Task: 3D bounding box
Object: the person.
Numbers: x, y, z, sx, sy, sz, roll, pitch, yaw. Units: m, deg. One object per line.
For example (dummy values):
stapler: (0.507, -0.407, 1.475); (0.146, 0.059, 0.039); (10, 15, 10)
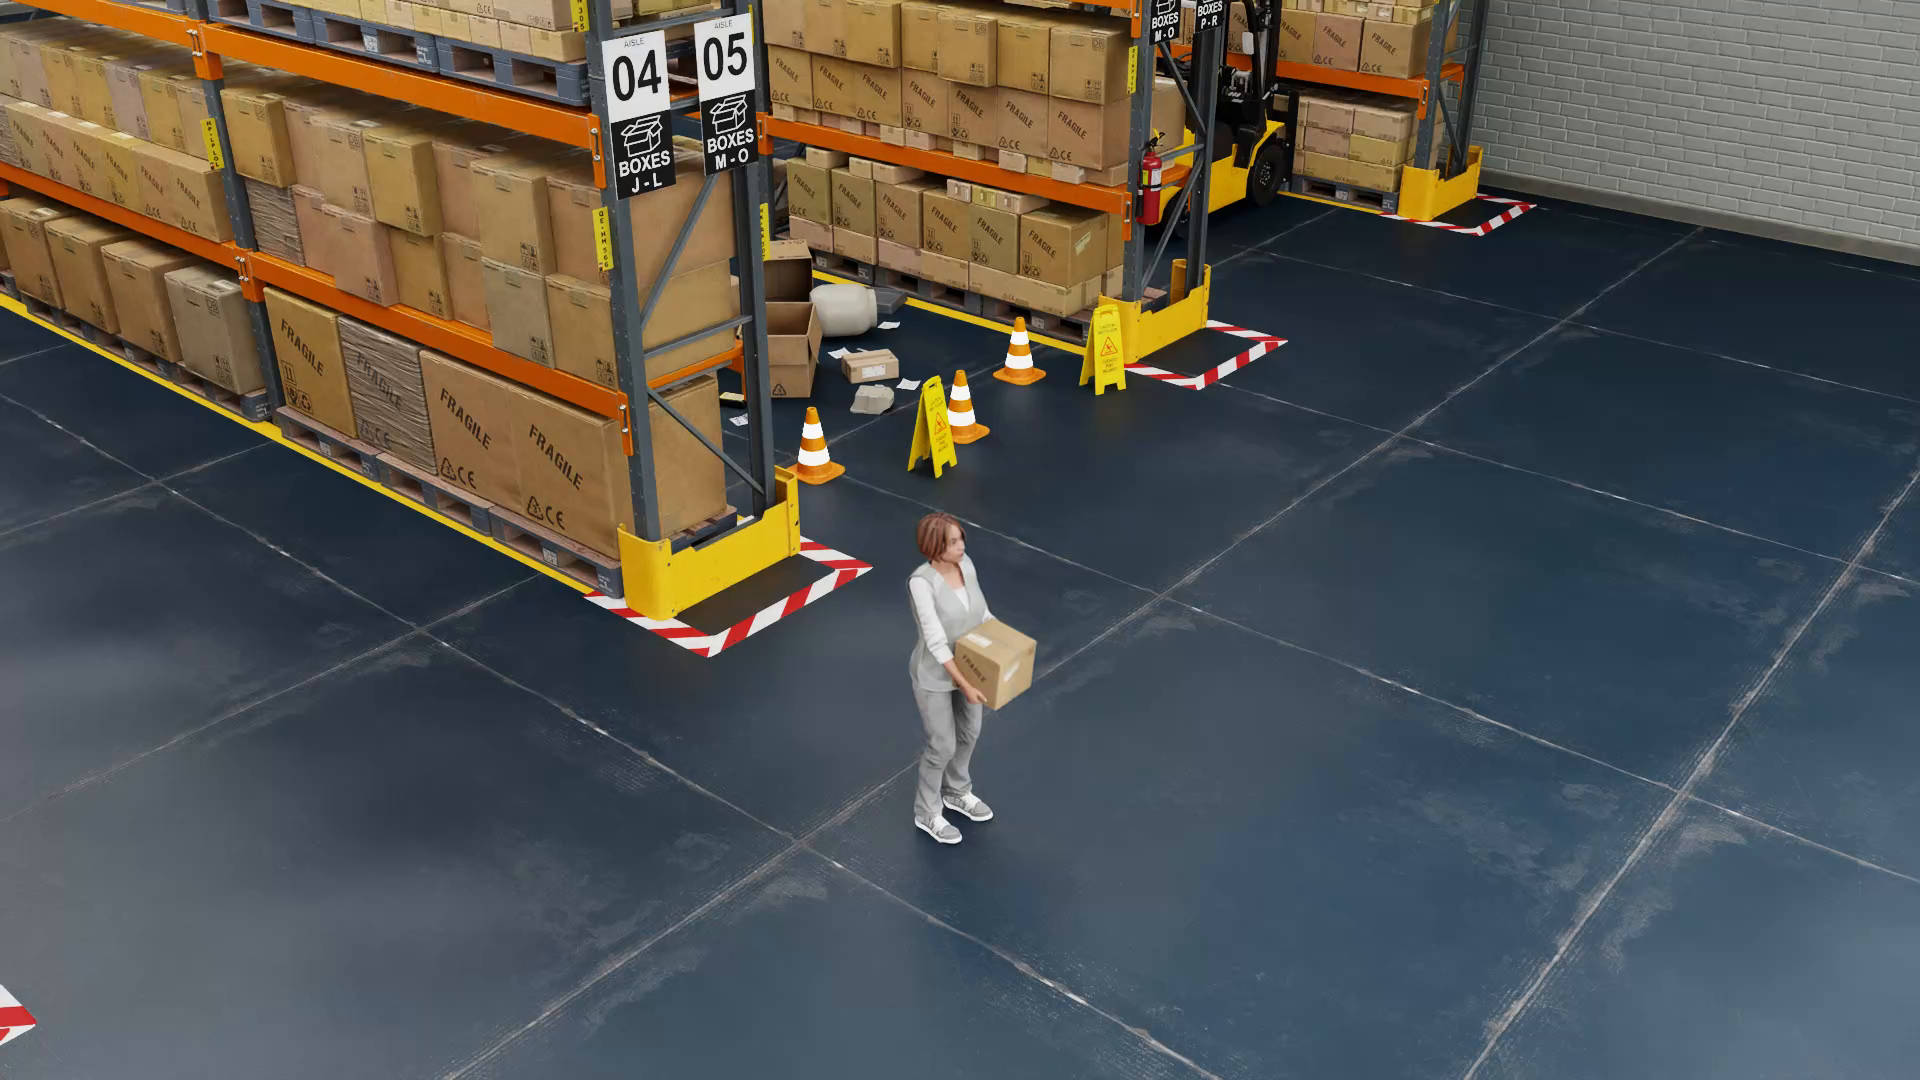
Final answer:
person: (0.013, 0.637, 7.426); (0.500, 1.588, 0.406); (21, 34, 35)
